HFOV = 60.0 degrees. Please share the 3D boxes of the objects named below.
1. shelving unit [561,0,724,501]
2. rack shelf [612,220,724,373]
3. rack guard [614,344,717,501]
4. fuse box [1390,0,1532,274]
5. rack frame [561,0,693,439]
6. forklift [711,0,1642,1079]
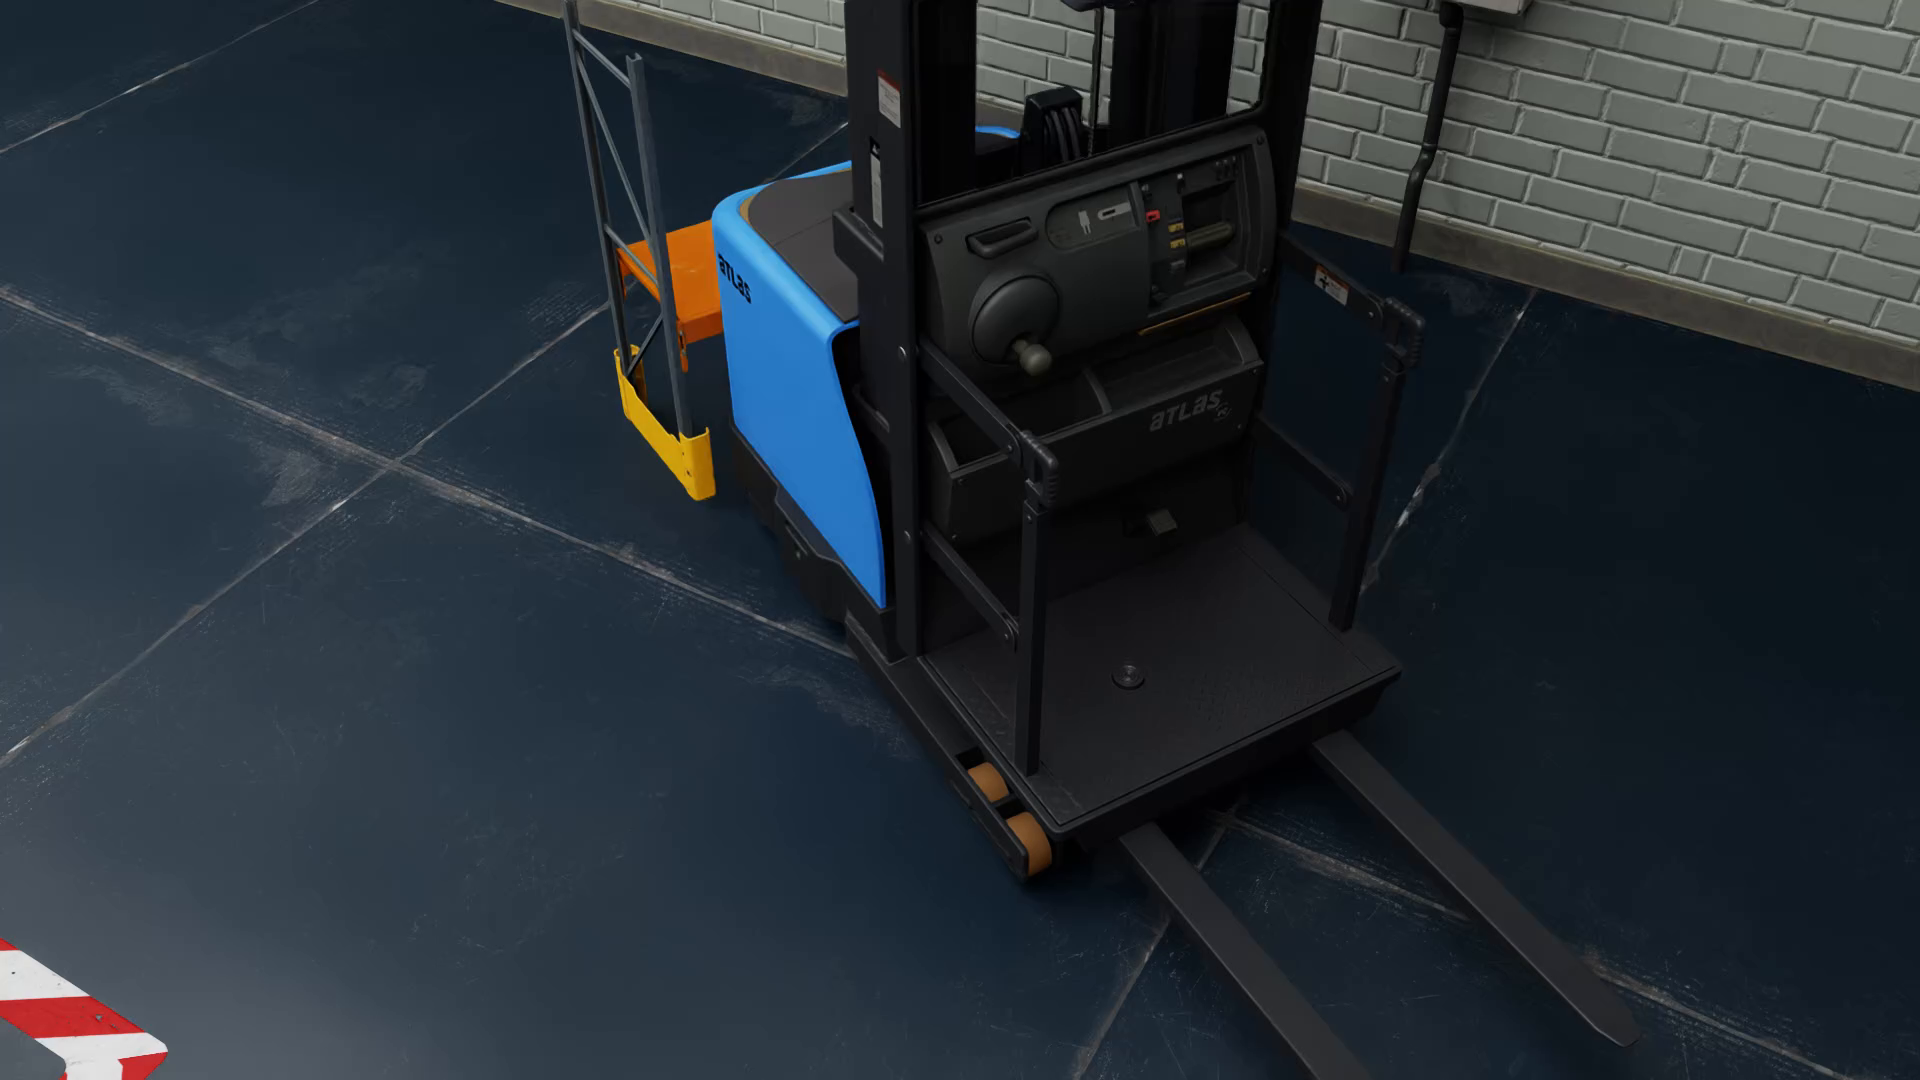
[{"bbox_3d":[-0.559,-1.041,5.297,1.083,1.500,0.587,-23,46,-24],"label":"shelving unit"},{"bbox_3d":[-0.567,-0.903,5.413,1.000,0.185,0.538,-23,46,-24],"label":"rack shelf"},{"bbox_3d":[-0.979,-0.395,5.509,0.087,0.250,0.587,-23,46,-24],"label":"rack guard"},{"bbox_3d":[1.701,-1.661,5.841,0.539,1.711,0.414,21,45,22],"label":"fuse box"},{"bbox_3d":[-0.995,-0.857,5.088,0.032,1.500,0.500,-23,46,-24],"label":"rack frame"},{"bbox_3d":[0.454,-0.589,3.701,1.130,2.935,3.031,-21,46,-22],"label":"forklift"}]
